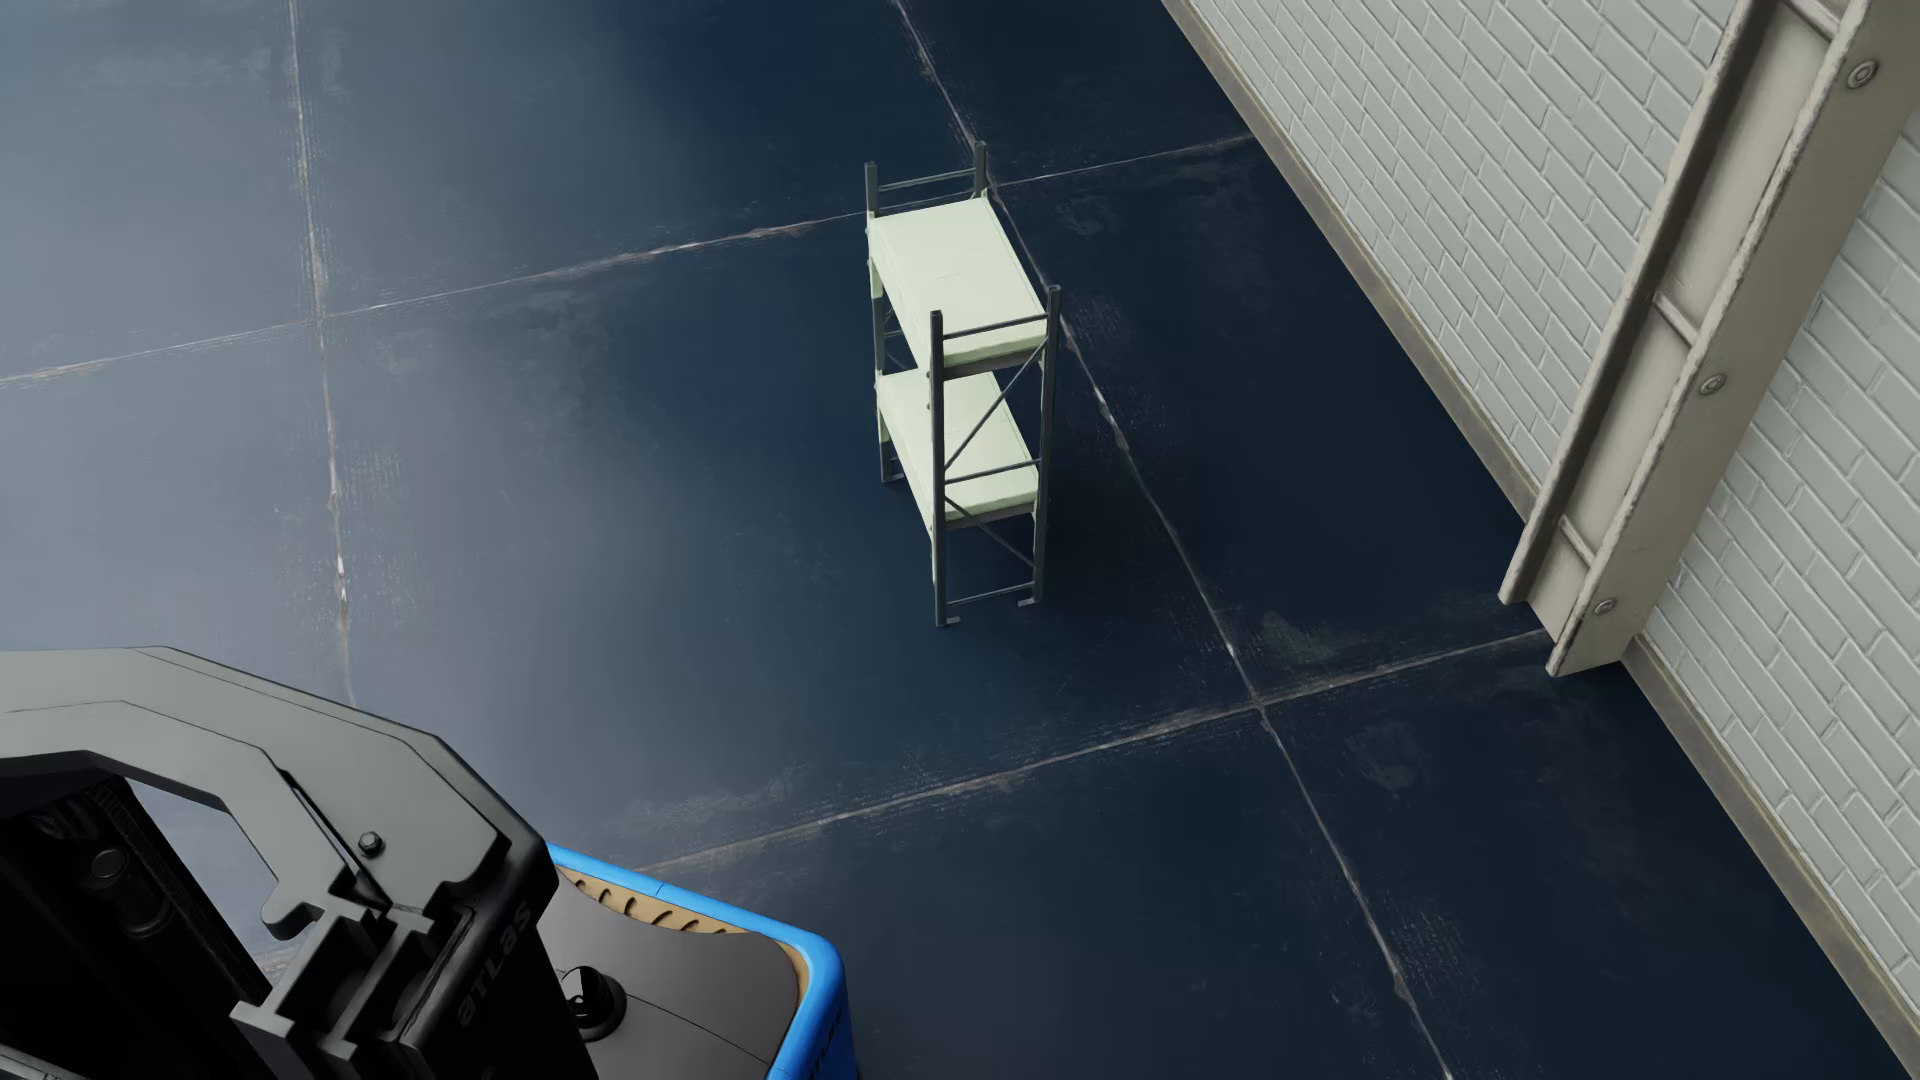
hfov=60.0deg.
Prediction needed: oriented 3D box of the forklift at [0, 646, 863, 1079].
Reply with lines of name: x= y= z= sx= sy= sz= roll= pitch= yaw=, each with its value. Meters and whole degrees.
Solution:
forklift: x=-1.248 y=1.662 z=2.932 sx=1.130 sy=2.935 sz=3.031 roll=16 pitch=52 yaw=13

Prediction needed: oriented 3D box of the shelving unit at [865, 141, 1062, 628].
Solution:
shelving unit: x=-0.002 y=-0.488 z=5.681 sx=0.431 sy=1.500 sz=0.755 roll=-13 pitch=51 yaw=-11

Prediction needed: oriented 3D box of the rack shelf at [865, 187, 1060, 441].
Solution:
rack shelf: x=-0.002 y=-0.740 z=5.382 sx=0.431 sy=0.370 sz=0.720 roll=-13 pitch=51 yaw=-11

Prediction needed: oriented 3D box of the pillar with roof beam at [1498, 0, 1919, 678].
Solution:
pillar with roof beam: x=-1.943 y=-1.621 z=1.731 sx=9.100 sy=9.000 sz=0.400 roll=-13 pitch=51 yaw=-11

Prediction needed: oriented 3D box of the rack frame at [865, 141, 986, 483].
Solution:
rack frame: x=-0.110 y=-0.756 z=5.906 sx=0.400 sy=1.500 sz=0.023 roll=-13 pitch=51 yaw=-11

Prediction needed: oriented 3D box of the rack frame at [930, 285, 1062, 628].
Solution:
rack frame: x=0.106 y=-0.221 z=5.455 sx=0.400 sy=1.500 sz=0.023 roll=-13 pitch=51 yaw=-11

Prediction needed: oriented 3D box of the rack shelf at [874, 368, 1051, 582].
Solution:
rack shelf: x=-0.002 y=-0.278 z=5.930 sx=0.431 sy=0.370 sz=0.720 roll=-13 pitch=51 yaw=-11
